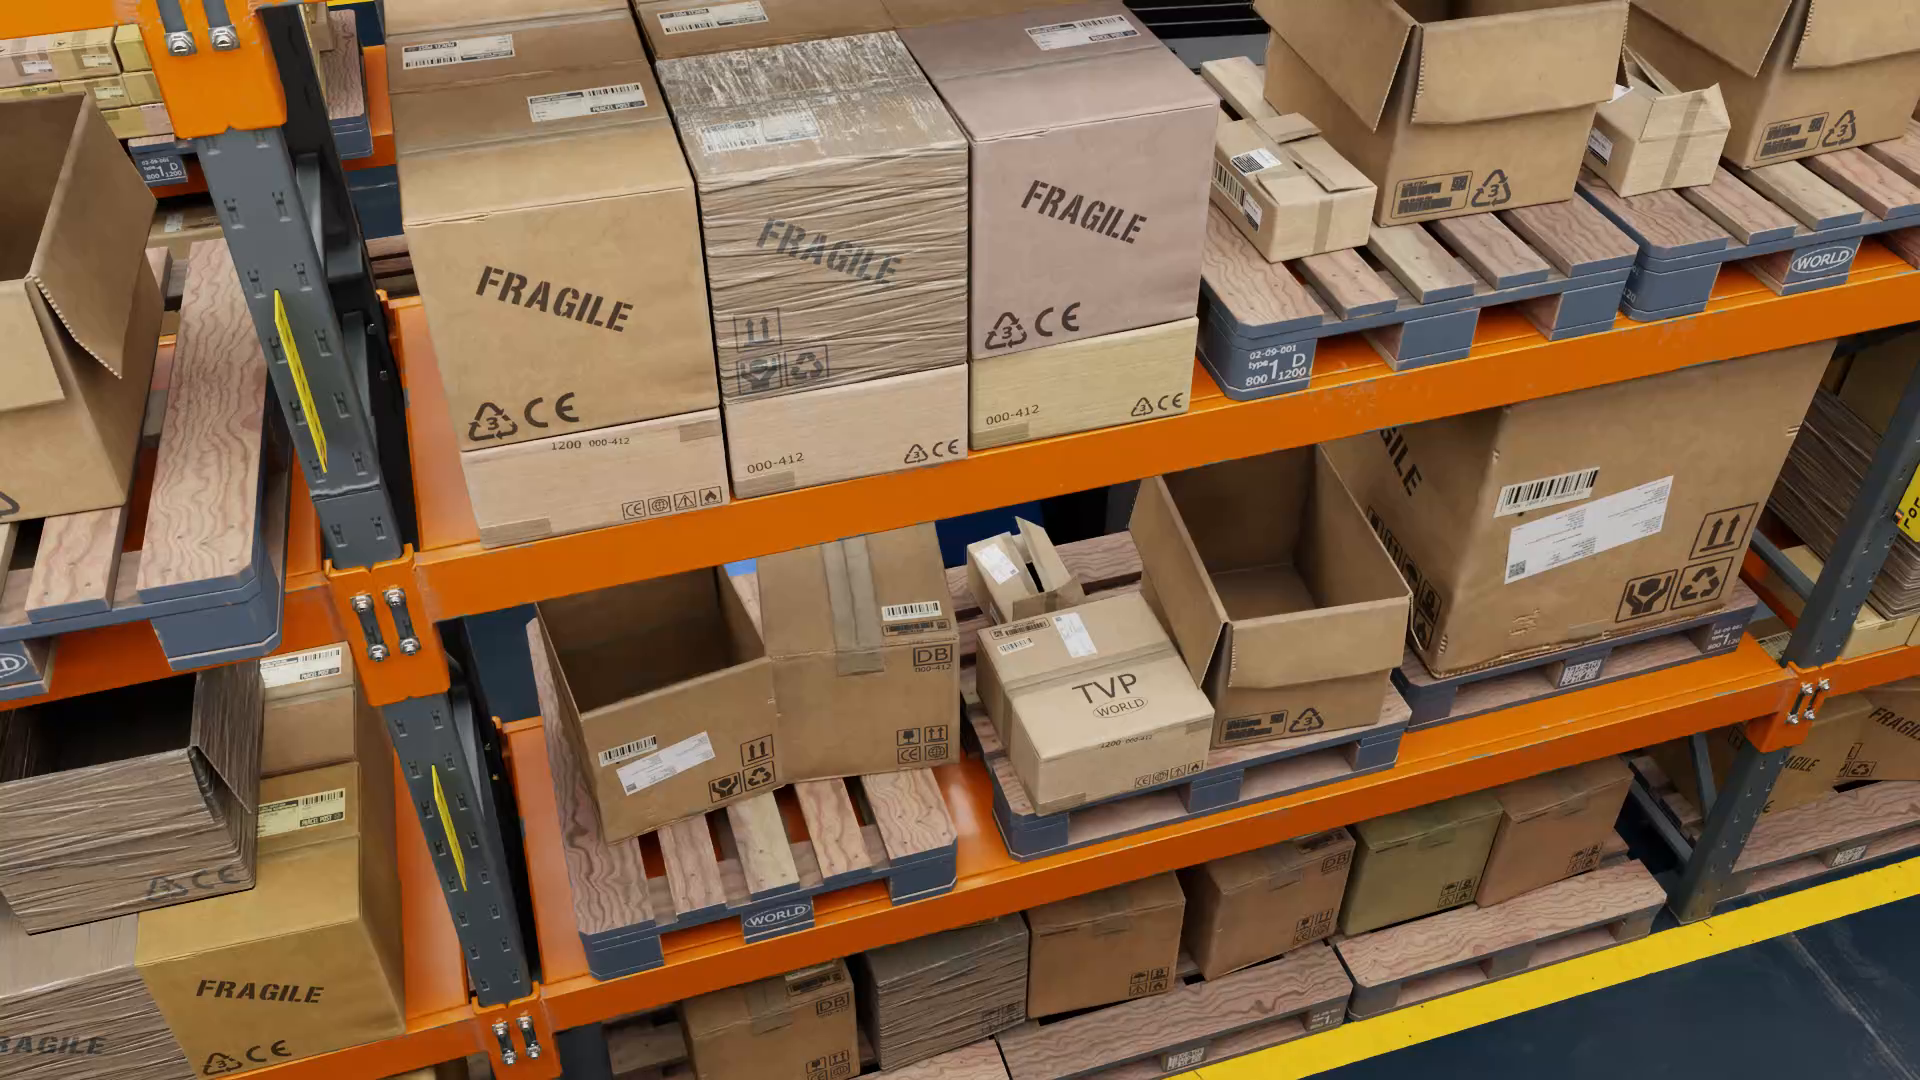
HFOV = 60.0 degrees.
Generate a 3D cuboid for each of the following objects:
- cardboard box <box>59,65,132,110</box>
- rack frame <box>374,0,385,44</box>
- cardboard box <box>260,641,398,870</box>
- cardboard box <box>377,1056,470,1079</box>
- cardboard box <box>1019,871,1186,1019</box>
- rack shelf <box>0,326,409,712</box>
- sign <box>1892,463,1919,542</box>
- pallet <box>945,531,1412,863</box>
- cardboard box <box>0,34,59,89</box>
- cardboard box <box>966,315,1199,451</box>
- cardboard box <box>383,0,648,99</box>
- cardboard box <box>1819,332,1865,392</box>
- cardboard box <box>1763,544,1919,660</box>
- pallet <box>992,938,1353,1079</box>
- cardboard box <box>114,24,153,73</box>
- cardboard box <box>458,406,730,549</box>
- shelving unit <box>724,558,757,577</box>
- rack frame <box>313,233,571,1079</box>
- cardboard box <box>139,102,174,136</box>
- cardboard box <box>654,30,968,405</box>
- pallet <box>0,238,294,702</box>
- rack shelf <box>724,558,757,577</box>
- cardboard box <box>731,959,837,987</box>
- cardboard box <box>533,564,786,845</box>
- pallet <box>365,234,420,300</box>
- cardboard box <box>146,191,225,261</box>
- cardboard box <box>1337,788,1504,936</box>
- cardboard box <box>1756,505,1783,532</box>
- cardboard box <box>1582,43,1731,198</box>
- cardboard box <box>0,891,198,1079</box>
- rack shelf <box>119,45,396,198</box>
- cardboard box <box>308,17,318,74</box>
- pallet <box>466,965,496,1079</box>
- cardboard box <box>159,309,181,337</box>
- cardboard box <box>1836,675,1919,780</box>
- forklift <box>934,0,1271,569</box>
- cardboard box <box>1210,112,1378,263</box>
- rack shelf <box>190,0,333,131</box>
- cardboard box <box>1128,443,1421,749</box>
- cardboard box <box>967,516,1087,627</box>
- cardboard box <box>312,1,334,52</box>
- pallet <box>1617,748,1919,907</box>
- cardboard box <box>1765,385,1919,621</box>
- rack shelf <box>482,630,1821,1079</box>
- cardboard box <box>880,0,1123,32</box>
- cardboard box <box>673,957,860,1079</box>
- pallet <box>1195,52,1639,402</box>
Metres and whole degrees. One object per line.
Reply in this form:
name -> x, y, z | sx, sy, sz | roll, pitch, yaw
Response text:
cardboard box -> -3.777, -2.036, 7.296 | 0.250, 0.149, 0.380 | -12, 42, -13
rack frame -> -2.700, -2.401, 8.067 | 0.127, 3.000, 1.000 | -12, 42, -13
cardboard box -> -1.852, 0.620, 4.534 | 0.500, 0.500, 0.500 | -11, 42, -12
cardboard box -> -1.971, 1.497, 4.901 | 0.875, 0.875, 1.225 | -14, 43, -15
cardboard box -> 0.391, 1.129, 5.593 | 0.500, 0.500, 0.700 | -8, 42, -9
rack shelf -> -3.214, 0.269, 3.279 | 4.000, 0.370, 1.077 | -12, 42, -13
sign -> 2.679, -0.147, 4.608 | 0.005, 0.325, 0.100 | -12, 42, -13
pallet -> 0.570, 0.387, 5.022 | 1.213, 0.211, 1.003 | -12, 42, -13
cardboard box -> -4.005, -2.104, 7.148 | 0.250, 0.149, 0.380 | -12, 42, -13
cardboard box -> 0.196, -0.483, 3.707 | 0.500, 0.250, 0.500 | -11, 42, -12
cardboard box -> -0.926, -0.875, 3.585 | 0.500, 0.500, 0.500 | -11, 42, -12
cardboard box -> 2.856, -0.846, 5.226 | 0.500, 0.500, 0.500 | -12, 42, -13
cardboard box -> 2.804, 0.182, 5.302 | 0.250, 0.149, 0.380 | -12, 42, -13
pallet -> 0.601, 1.390, 5.848 | 1.213, 0.211, 1.003 | -12, 42, -13
cardboard box -> -3.520, -2.204, 7.261 | 0.250, 0.149, 0.380 | -10, 42, -12
cardboard box -> -0.782, -0.274, 3.468 | 0.500, 0.250, 0.500 | -11, 42, -12
shelving unit -> -1.103, 0.033, 6.420 | 1.048, 1.500, 0.538 | -20, 45, -21
rack frame -> -1.306, 0.732, 4.482 | 0.127, 3.000, 1.000 | -12, 42, -13
cardboard box -> -3.515, -1.979, 7.457 | 0.250, 0.149, 0.380 | -11, 42, -12
cardboard box -> -0.296, -0.653, 3.331 | 0.500, 0.500, 0.500 | -11, 42, -13
pallet -> -1.904, -0.166, 3.373 | 1.003, 0.211, 1.213 | -10, 42, -11
rack shelf -> -1.103, 0.169, 6.538 | 1.000, 0.185, 0.538 | -20, 45, -21
cardboard box -> -0.676, 1.074, 5.086 | 0.500, 0.250, 0.500 | -10, 42, -11
cardboard box -> -0.803, 0.404, 4.462 | 0.500, 0.500, 0.500 | -17, 44, -18
pallet -> -3.446, -1.197, 8.809 | 1.213, 0.211, 1.003 | -12, 42, -13
cardboard box -> -3.752, -1.493, 8.040 | 0.500, 0.250, 0.500 | -11, 42, -12
cardboard box -> 1.456, 0.908, 5.846 | 0.500, 0.500, 0.700 | -12, 43, -13
cardboard box -> 2.626, -0.191, 5.729 | 0.250, 0.149, 0.380 | -12, 42, -13
cardboard box -> 1.642, -1.047, 4.021 | 0.258, 0.266, 0.396 | -10, 42, -12
cardboard box -> -2.180, 1.042, 4.051 | 0.500, 0.500, 0.500 | -12, 43, -13
rack shelf -> -4.607, -1.734, 7.852 | 4.000, 0.370, 1.077 | -12, 42, -13
cardboard box -> -3.034, -2.193, 7.475 | 0.250, 0.149, 0.380 | -11, 42, -12
pallet -> -2.081, 1.891, 5.275 | 1.213, 0.211, 1.003 | -12, 42, -13
cardboard box -> -3.745, -1.223, 8.300 | 0.500, 0.500, 0.500 | -10, 42, -11
cardboard box -> 3.447, 0.553, 6.268 | 0.500, 0.500, 0.500 | 1, 41, 1
forklift -> 0.739, -1.164, 6.704 | 3.031, 2.935, 1.130 | -5, 41, -5
cardboard box -> 0.751, -0.825, 3.842 | 0.250, 0.166, 0.380 | -13, 43, -14
rack shelf -> 0.601, -1.501, 3.329 | 4.000, 0.370, 1.077 | -12, 42, -13
cardboard box -> 0.883, 0.145, 4.756 | 0.637, 0.503, 0.797 | -8, 42, -9
cardboard box -> 0.203, 0.126, 4.959 | 0.258, 0.266, 0.396 | -13, 43, -14
cardboard box -> -3.187, -2.502, 8.056 | 0.250, 0.149, 0.380 | -12, 43, -14
pallet -> 3.139, 0.837, 6.481 | 1.213, 0.211, 1.003 | -12, 42, -13
cardboard box -> 2.957, -0.258, 5.313 | 0.500, 0.500, 0.875 | -12, 42, -13
rack shelf -> 0.601, 0.608, 5.171 | 4.000, 0.370, 1.077 | -12, 42, -13
cardboard box -> 0.036, -1.071, 3.810 | 0.500, 0.500, 0.500 | -11, 42, -12
cardboard box -> -0.673, 1.363, 5.325 | 0.500, 0.500, 0.700 | -14, 43, -15
pallet -> 0.900, -0.855, 4.162 | 1.003, 0.211, 1.213 | -12, 42, -13
